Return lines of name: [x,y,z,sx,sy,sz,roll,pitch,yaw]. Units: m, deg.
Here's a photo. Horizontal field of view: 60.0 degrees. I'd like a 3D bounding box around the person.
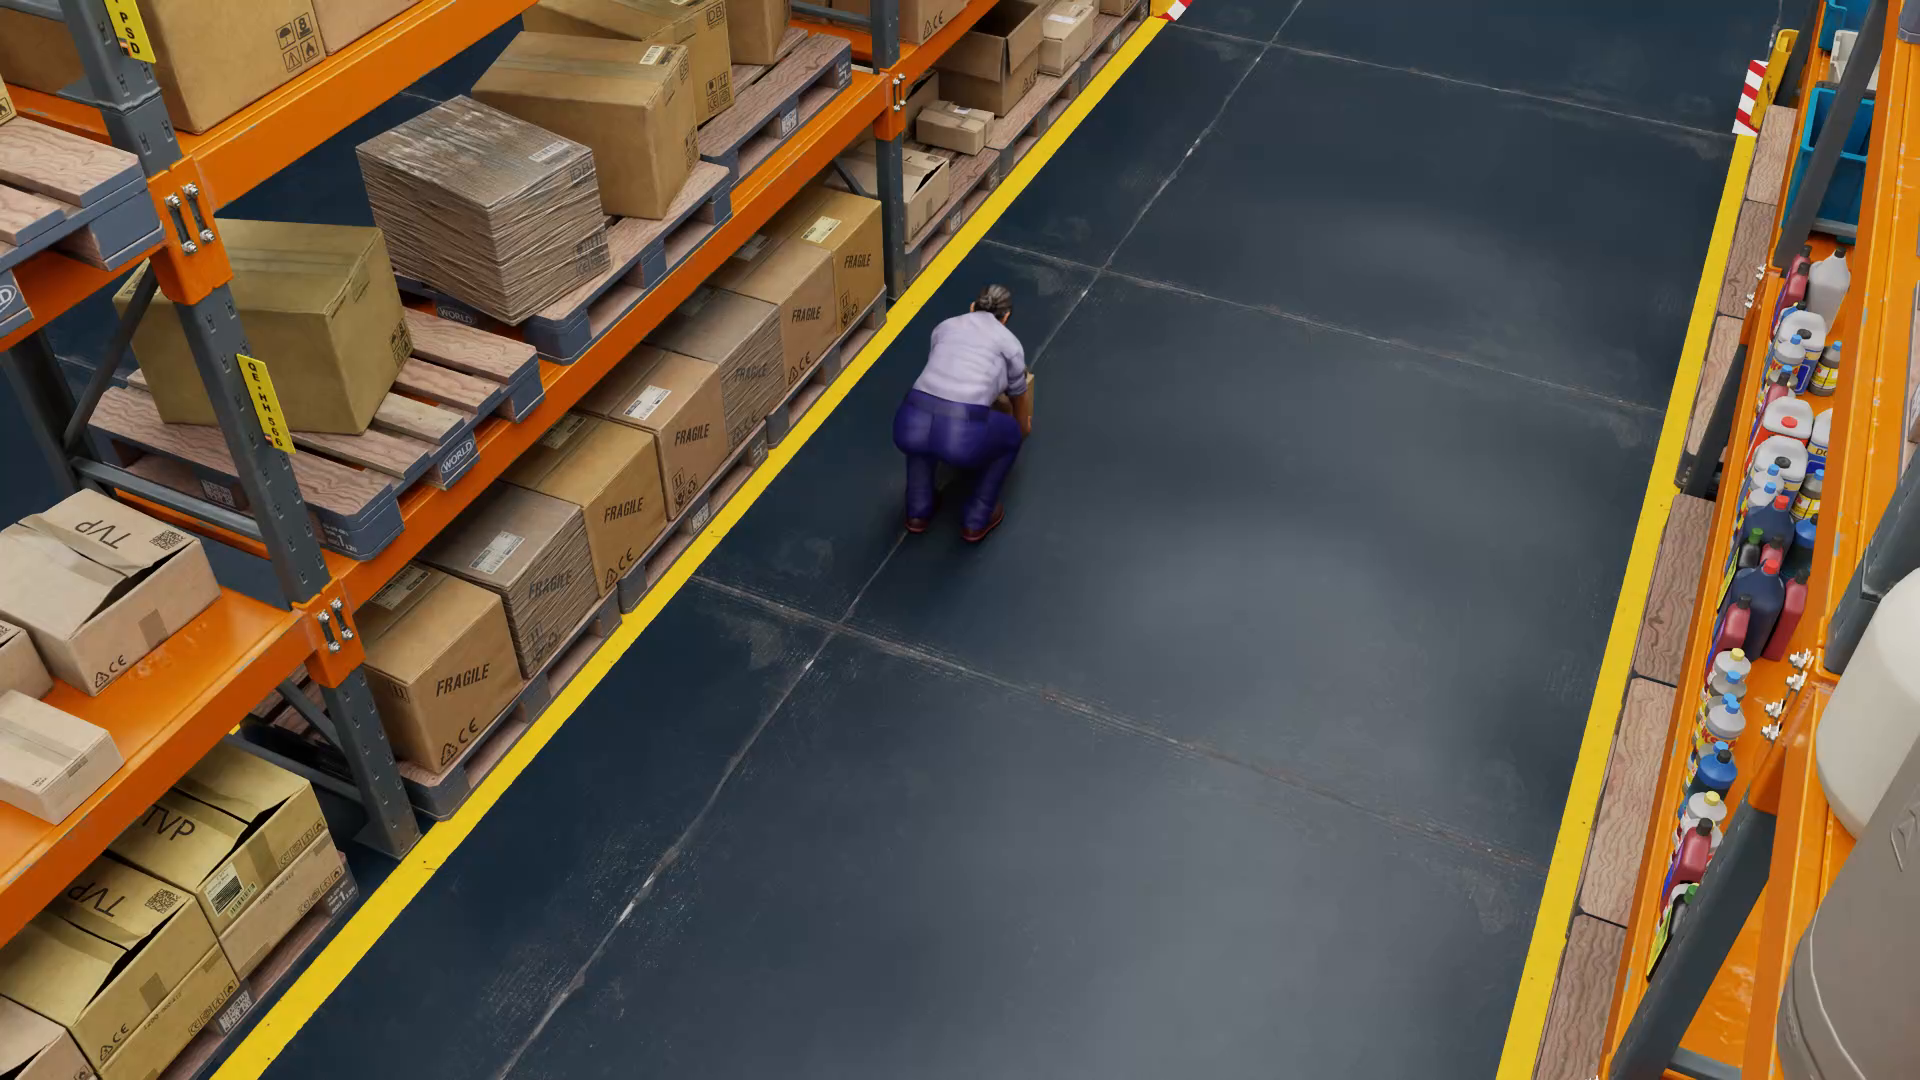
person: [0.020,-0.511,7.263,0.514,0.942,0.889,15,44,16]
